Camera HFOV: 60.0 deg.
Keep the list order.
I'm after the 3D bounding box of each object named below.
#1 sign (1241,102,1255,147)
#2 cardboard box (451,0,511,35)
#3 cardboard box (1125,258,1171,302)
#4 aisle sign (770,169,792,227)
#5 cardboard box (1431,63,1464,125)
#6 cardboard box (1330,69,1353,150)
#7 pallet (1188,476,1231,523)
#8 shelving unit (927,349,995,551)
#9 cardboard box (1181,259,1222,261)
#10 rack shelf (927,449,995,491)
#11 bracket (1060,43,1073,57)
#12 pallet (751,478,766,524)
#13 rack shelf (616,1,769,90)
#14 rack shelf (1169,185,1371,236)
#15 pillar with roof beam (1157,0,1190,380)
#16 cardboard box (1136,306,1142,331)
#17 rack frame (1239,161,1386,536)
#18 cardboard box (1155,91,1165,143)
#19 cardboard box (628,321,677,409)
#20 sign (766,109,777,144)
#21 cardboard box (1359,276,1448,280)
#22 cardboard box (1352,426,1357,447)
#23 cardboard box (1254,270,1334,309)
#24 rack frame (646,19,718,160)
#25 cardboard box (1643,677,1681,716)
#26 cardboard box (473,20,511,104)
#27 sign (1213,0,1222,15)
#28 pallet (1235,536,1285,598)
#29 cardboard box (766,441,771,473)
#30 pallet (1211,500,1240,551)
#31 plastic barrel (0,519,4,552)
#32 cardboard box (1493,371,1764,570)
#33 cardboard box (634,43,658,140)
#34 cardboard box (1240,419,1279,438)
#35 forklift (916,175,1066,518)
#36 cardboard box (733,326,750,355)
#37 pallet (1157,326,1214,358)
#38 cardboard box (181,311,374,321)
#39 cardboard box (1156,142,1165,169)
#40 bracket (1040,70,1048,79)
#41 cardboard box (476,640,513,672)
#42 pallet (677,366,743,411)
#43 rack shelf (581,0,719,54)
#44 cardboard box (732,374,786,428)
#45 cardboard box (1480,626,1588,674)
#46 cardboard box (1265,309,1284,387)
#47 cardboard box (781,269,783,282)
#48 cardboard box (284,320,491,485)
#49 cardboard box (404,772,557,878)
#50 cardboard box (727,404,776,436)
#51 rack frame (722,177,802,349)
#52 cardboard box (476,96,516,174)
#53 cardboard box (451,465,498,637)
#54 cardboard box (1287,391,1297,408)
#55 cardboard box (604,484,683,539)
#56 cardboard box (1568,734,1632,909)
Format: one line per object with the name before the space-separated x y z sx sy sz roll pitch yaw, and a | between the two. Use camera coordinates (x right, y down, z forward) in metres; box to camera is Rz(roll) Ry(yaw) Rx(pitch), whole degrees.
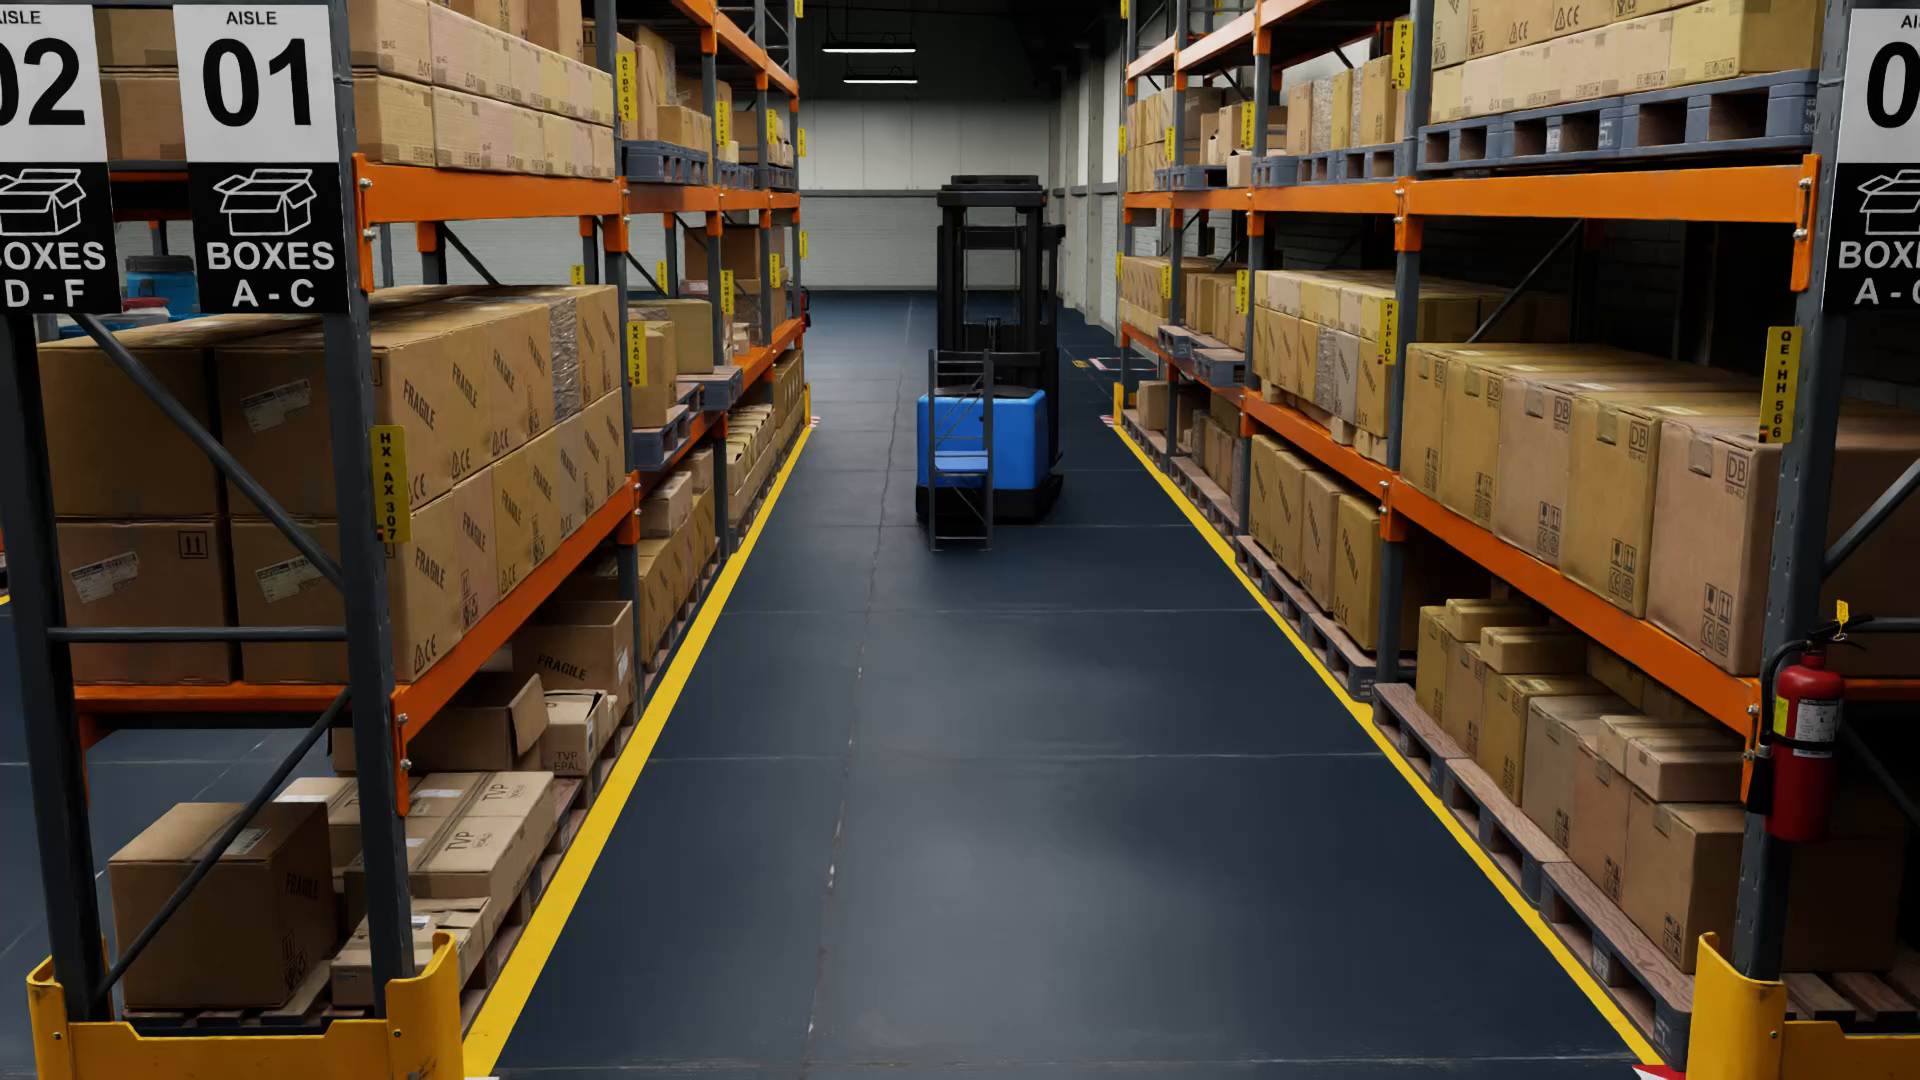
sign | 2.126 -3.060 12.255 0.100 0.325 0.005 0 11 -1
cardboard box | -2.106 -2.137 6.238 0.700 0.500 0.500 0 11 -1
cardboard box | 2.213 -3.038 19.432 0.500 0.500 0.500 0 11 -1
aisle sign | -2.157 -4.196 20.160 0.394 0.787 0.004 0 11 -1
cardboard box | 2.502 -2.057 7.677 0.500 0.250 0.500 0 11 -1
cardboard box | 2.798 -2.762 10.727 0.700 0.500 0.500 0 11 2
pallet | 2.632 -0.369 14.849 1.003 0.211 1.213 0 11 -1
shelving unit | -0.002 -0.752 13.494 0.538 1.500 1.048 0 11 -1
cardboard box | 2.741 -2.937 18.933 0.500 0.500 0.500 -1 11 -3
rack shelf | -0.002 -0.576 13.529 0.538 0.185 1.000 0 11 -1
bracket | 2.594 -11.672 39.407 0.076 0.066 4.783 0 11 -1
pallet | -2.284 -0.357 14.787 1.003 0.211 1.213 0 11 -1
rack shelf | -2.325 -4.107 13.984 1.077 0.370 4.000 0 11 -1
rack shelf | 2.627 -2.854 14.346 1.077 0.370 4.000 0 11 -1
pillar with roof beam | -1.045 -6.908 24.979 9.100 9.000 0.400 0 11 -1
cardboard box | 2.234 -2.462 18.477 0.500 0.250 0.500 0 11 -1
rack frame | 2.669 -1.339 12.614 1.000 3.000 0.127 0 11 -1
cardboard box | 2.283 -4.361 17.148 0.500 0.500 0.500 0 11 2
cardboard box | -2.065 -1.009 9.680 0.700 0.500 0.500 2 12 8
sign | -1.824 -3.995 16.068 0.100 0.325 0.005 0 11 -1
cardboard box | 2.952 -1.617 11.048 0.500 0.250 0.500 -1 11 -3
cardboard box | 2.472 -0.598 9.544 0.380 0.149 0.250 0 11 1
cardboard box | 2.421 -1.814 12.019 0.500 0.250 0.500 0 11 0
rack frame | -2.284 -4.258 11.913 1.000 3.000 0.127 0 11 -1
cardboard box | 2.900 0.637 6.473 0.380 0.149 0.250 0 11 0
cardboard box | -1.889 -1.671 5.826 0.500 0.250 0.500 0 11 -1
sign | 3.059 -6.403 19.738 0.100 0.325 0.005 0 11 -1
pallet | 2.610 0.185 12.117 1.003 0.211 1.213 0 11 -1
cardboard box | -2.060 -0.789 15.764 0.500 0.250 0.500 0 11 -2
pallet | 2.654 -0.127 13.656 1.003 0.211 1.213 0 11 -1
plastic barrel | -7.209 -0.343 12.108 0.600 0.830 0.708 0 11 -1
cardboard box | 2.781 -0.293 6.704 0.980 0.700 0.700 -1 11 -4
cardboard box | -2.168 -2.662 10.032 0.600 0.600 0.600 -1 11 -3
cardboard box | 2.652 -0.953 14.008 0.500 0.250 0.500 0 11 0
forklift | 0.380 -1.871 15.410 1.130 2.935 3.031 2 12 10
cardboard box | -2.165 -1.873 15.584 0.396 0.266 0.258 -1 11 -3
pallet | 2.456 -1.887 15.800 1.003 0.211 1.213 0 11 -1
cardboard box | -2.429 -0.557 5.995 0.500 0.500 0.500 0 11 0
cardboard box | 2.331 -3.863 17.208 0.500 0.500 0.500 -1 12 -6
bracket | 2.416 -13.377 47.810 0.235 0.232 0.430 0 11 -1
cardboard box | -2.409 0.664 8.398 0.500 0.311 0.500 0 11 -1
pallet | -2.200 -1.089 11.866 1.213 0.211 1.003 0 11 -1
rack shelf | -2.243 -3.312 10.065 1.077 0.370 4.000 0 11 -1
cardboard box | -2.063 -1.432 17.047 0.500 0.500 0.500 0 11 -1
cardboard box | 2.500 0.479 7.251 0.380 0.149 0.250 -1 11 -3
cardboard box | 2.424 -1.342 11.578 0.500 0.500 0.500 0 11 1
cardboard box | -2.236 -3.047 19.150 0.380 0.149 0.250 0 11 0
cardboard box | -1.883 -0.460 5.514 0.500 0.500 0.500 0 11 -1
cardboard box | -1.867 1.097 6.419 0.500 0.250 0.500 0 11 -1
cardboard box | -2.072 -1.167 16.214 0.500 0.311 0.500 0 11 -1
rack frame | -2.449 -2.908 20.348 1.000 3.000 0.127 0 11 -1
cardboard box | -1.884 -1.426 5.876 0.500 0.250 0.500 0 11 -1
cardboard box | -1.880 0.032 5.606 0.500 0.500 0.500 0 11 -2
cardboard box | 2.490 -1.006 11.556 0.380 0.149 0.250 0 11 -2
cardboard box | -1.988 -0.177 10.179 0.500 0.250 0.500 0 11 -1
cardboard box | 2.709 1.033 6.156 0.700 0.500 0.500 0 11 -1
